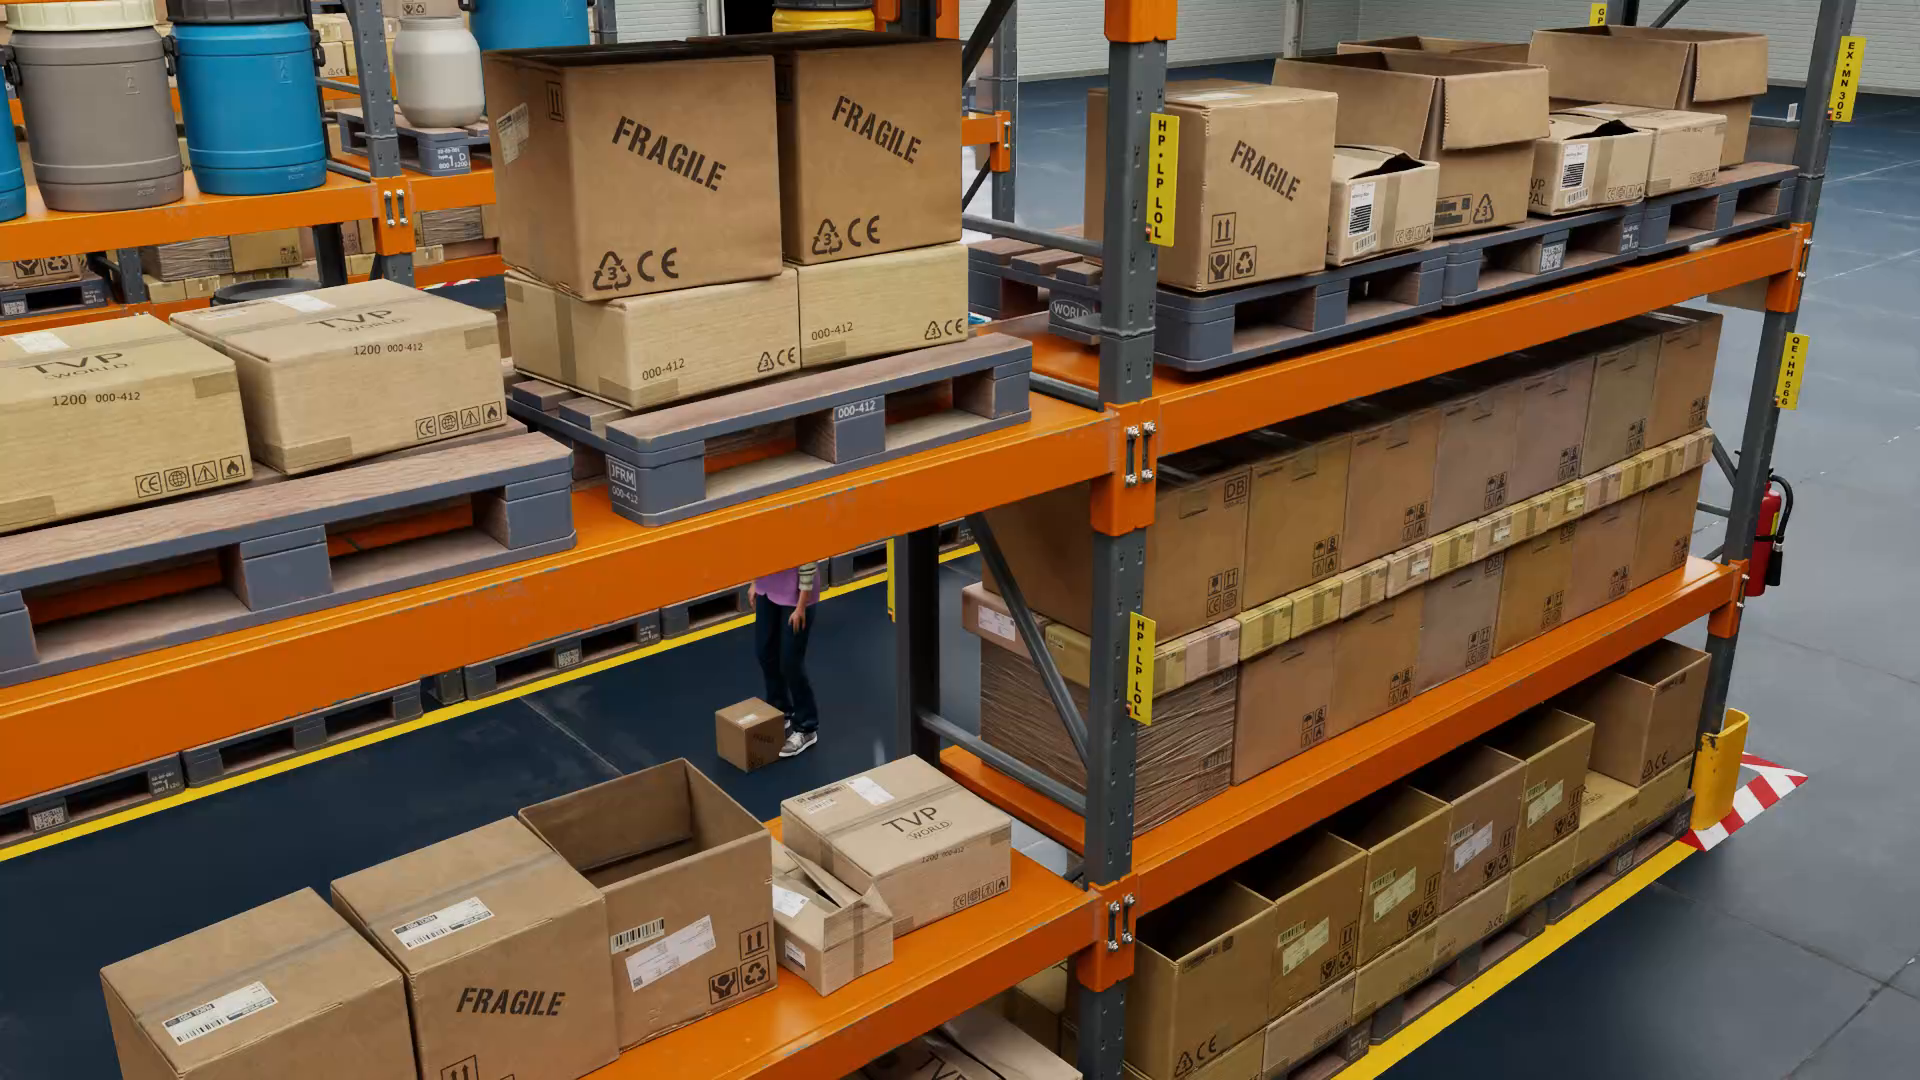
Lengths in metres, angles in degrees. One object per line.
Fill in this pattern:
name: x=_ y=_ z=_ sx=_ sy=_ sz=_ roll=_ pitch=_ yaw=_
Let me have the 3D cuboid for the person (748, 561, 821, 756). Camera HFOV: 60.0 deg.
person: x=-0.886 y=0.299 z=8.331 sx=0.343 sy=1.593 sz=0.461 roll=-17 pitch=27 yaw=-37
